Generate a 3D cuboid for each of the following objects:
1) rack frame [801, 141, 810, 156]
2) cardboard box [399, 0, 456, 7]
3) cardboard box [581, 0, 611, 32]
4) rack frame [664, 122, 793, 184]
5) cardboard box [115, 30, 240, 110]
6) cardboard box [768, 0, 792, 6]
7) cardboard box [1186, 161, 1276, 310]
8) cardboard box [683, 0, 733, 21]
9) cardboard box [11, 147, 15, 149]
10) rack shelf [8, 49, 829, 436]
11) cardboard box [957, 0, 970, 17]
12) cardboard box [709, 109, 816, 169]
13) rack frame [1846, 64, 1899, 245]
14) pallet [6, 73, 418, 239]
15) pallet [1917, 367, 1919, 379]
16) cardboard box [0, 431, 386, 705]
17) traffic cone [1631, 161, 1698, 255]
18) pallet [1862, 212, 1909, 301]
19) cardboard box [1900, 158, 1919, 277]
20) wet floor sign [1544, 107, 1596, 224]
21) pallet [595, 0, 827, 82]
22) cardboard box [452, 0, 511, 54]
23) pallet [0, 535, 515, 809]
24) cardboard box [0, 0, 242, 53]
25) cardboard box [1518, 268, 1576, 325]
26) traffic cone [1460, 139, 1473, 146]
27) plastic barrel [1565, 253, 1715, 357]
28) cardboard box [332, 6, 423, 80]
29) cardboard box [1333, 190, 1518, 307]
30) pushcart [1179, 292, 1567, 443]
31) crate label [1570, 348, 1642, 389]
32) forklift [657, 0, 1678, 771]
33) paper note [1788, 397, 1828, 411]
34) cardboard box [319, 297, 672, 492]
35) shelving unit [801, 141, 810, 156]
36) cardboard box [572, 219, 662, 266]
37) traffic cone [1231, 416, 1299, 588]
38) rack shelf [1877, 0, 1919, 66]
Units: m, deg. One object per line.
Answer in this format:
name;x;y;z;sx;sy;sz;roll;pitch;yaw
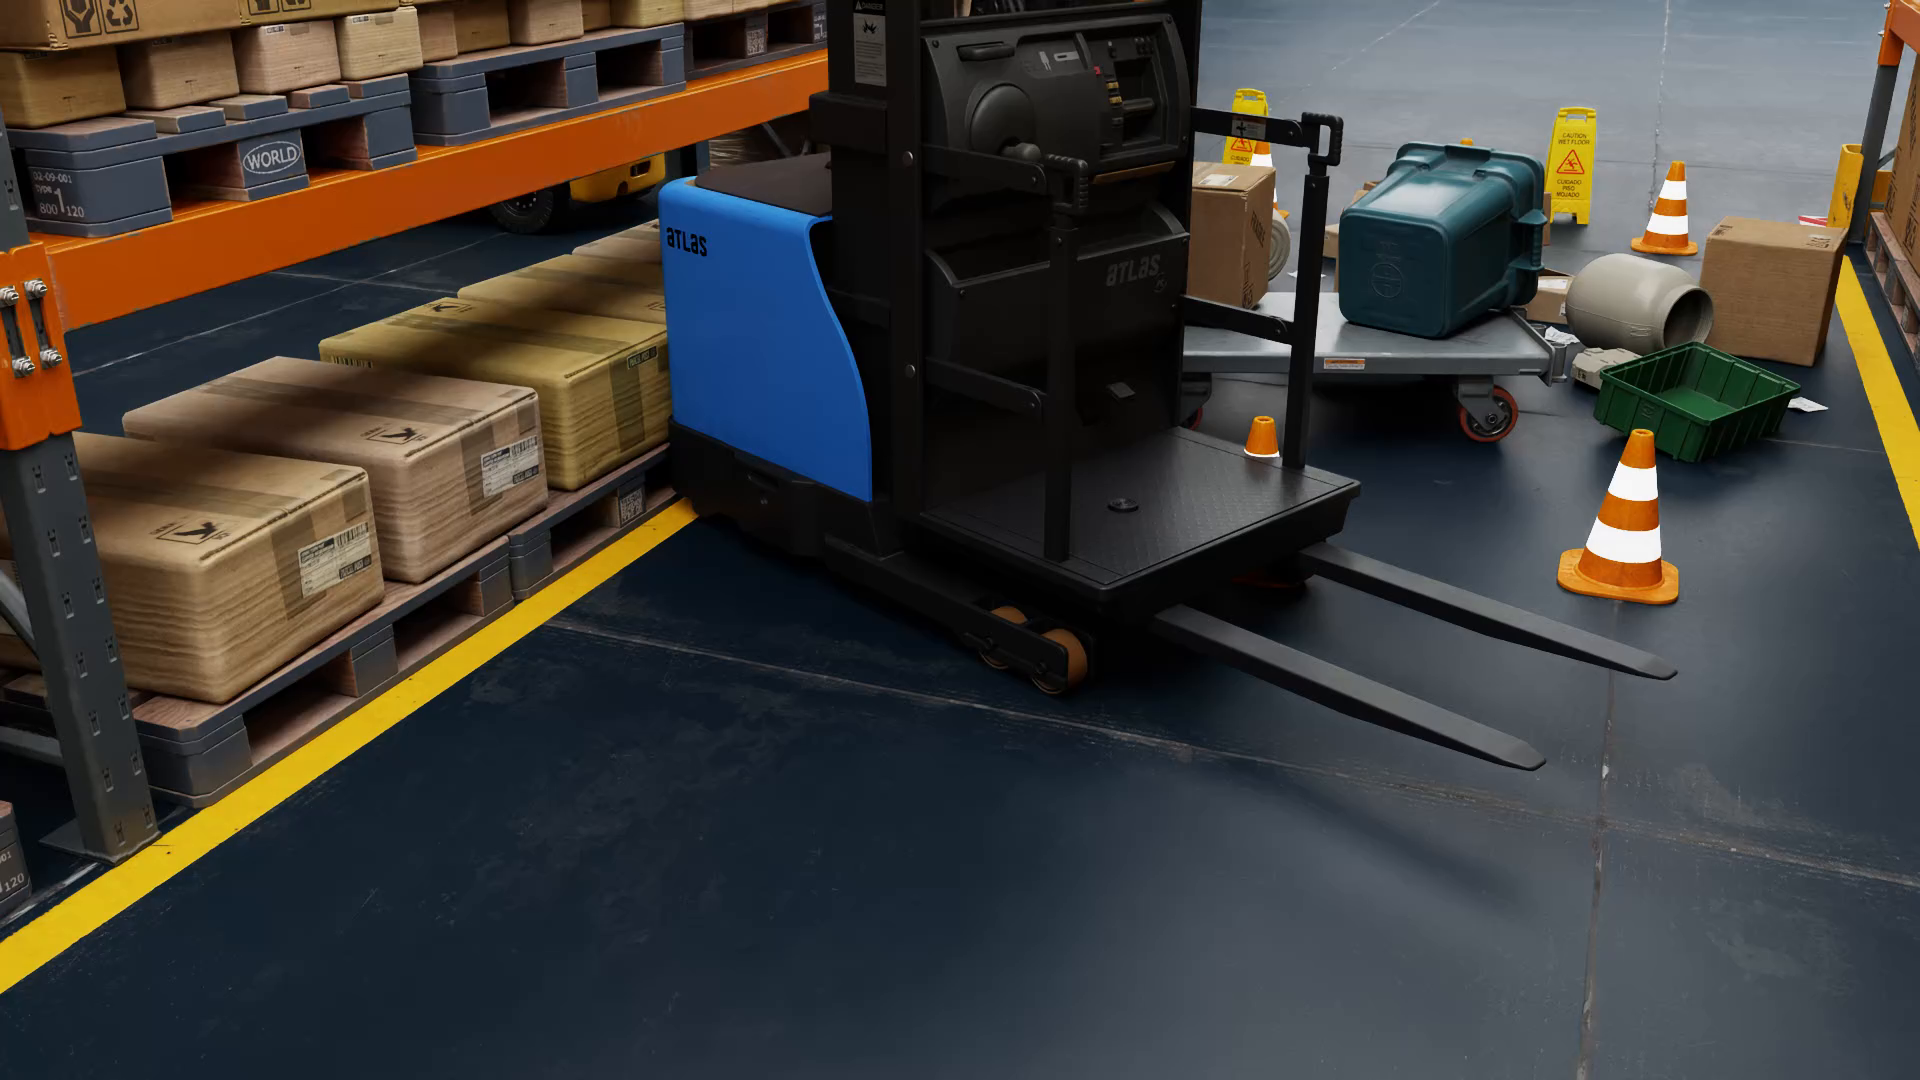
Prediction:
rack frame;-0.598;-0.920;5.835;0.200;1.050;0.008;10;-13;25
cardboard box;-1.490;-1.659;4.269;0.500;0.500;0.500;9;24;21
cardboard box;-1.285;-1.618;5.014;0.380;0.149;0.250;8;24;18
rack frame;-0.765;-2.207;6.641;1.000;3.000;0.127;9;24;20
cardboard box;-1.821;-1.039;3.627;0.380;0.149;0.250;7;24;17
cardboard box;-0.814;-1.969;5.854;0.380;0.149;0.250;8;24;18
cardboard box;0.899;-1.159;6.393;0.500;0.500;0.500;9;24;20
cardboard box;-0.968;-1.780;5.401;0.380;0.149;0.250;9;24;20
cardboard box;-4.908;-2.201;9.001;0.500;0.250;0.500;9;24;20
rack shelf;-1.508;-1.159;5.067;1.077;0.370;4.000;9;24;20
cardboard box;-0.110;-2.438;7.522;0.380;0.149;0.250;10;25;22
cardboard box;-0.794;-1.728;7.545;0.500;0.500;0.500;8;24;19
rack frame;5.354;-2.966;8.458;1.000;3.000;0.127;9;24;20
pallet;-2.085;-0.957;3.899;1.213;0.211;1.003;9;24;20
pallet;4.224;-0.508;6.193;1.003;0.211;1.213;9;24;20
cardboard box;-2.031;0.043;4.121;0.950;0.372;0.625;7;24;16
traffic cone;3.839;-1.808;8.979;0.336;0.463;0.334;9;24;20
pallet;5.130;-1.382;8.284;1.003;0.211;1.213;9;24;20
cardboard box;4.839;-1.612;7.429;0.875;0.875;0.875;8;24;19
wet floor sign;3.527;-2.173;9.615;0.267;0.644;0.232;5;23;11
pallet;-1.184;-1.866;6.073;1.003;0.211;1.213;9;24;20
cardboard box;-1.469;-1.430;4.563;0.380;0.149;0.250;10;25;22
pallet;-1.959;0.232;4.421;1.003;0.211;1.213;9;24;20
cardboard box;-1.869;-1.280;3.363;0.500;0.500;0.500;8;24;19
cardboard box;2.797;-1.151;7.662;0.396;0.266;0.258;13;26;29
traffic cone;2.916;-2.092;9.658;0.336;0.463;0.334;9;24;20
plastic barrel;2.866;-0.971;7.026;0.421;0.421;0.512;-12;25;-26
cardboard box;-1.555;-1.226;4.075;0.380;0.149;0.250;9;24;20
cardboard box;2.079;-1.222;7.347;0.797;0.637;0.503;9;24;20
pushcart;1.371;-0.688;6.408;1.648;0.377;0.936;1;23;2
crate label;2.629;-0.682;6.705;0.298;0.136;0.250;-7;24;-17
forklift;0.424;-1.177;4.264;1.130;2.935;3.031;-20;30;-39
paper note;3.278;-0.535;6.490;0.147;0.020;0.142;-7;24;-17
cardboard box;-1.478;-0.493;5.403;0.950;0.372;0.625;10;25;22
shelving unit;-0.553;-0.886;5.943;0.215;1.050;0.252;10;-13;25
cardboard box;-0.957;-1.000;6.617;0.950;0.372;0.625;9;24;21
traffic cone;0.895;-0.145;4.997;0.336;0.463;0.334;9;24;20
rack shelf;4.612;-1.918;6.883;1.077;0.370;4.000;9;24;20
